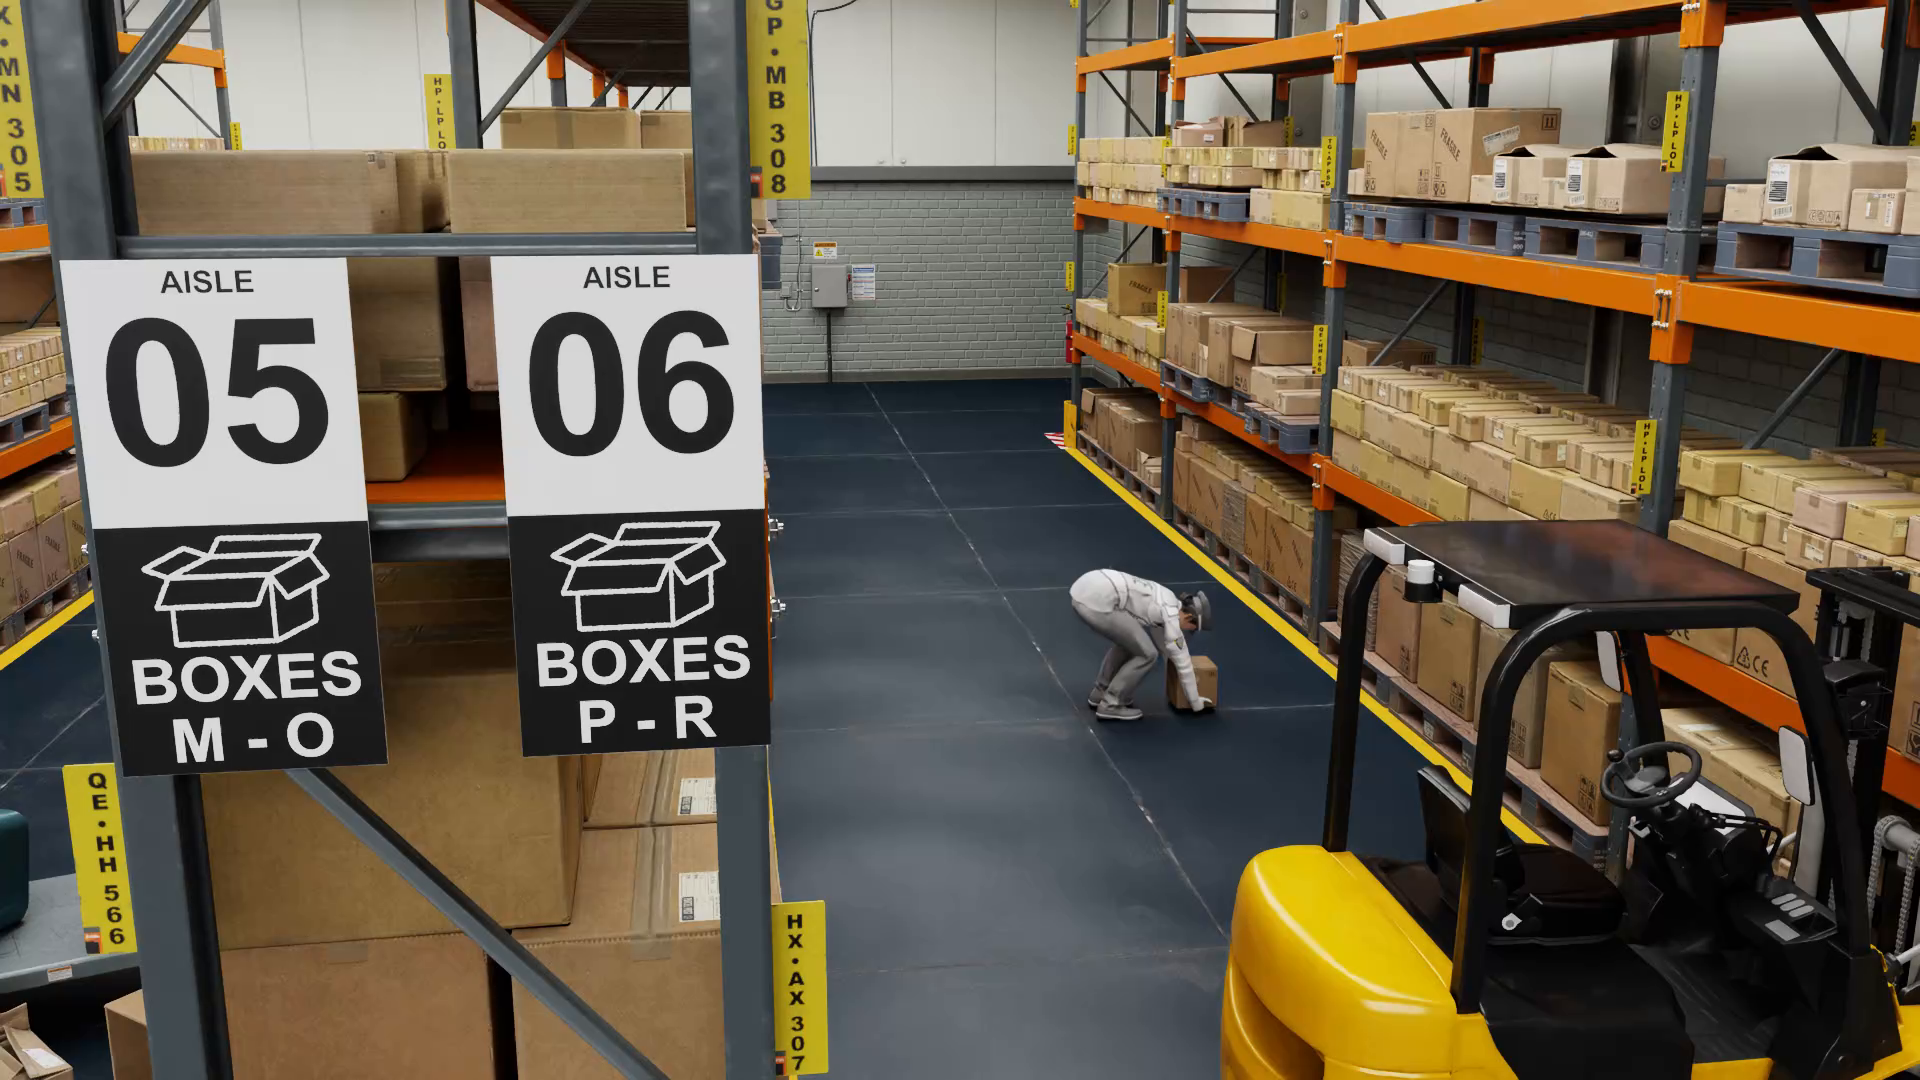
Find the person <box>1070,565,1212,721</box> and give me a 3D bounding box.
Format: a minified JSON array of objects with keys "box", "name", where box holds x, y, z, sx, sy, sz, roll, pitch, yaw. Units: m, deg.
[{"box":[1.099,0.613,10.078,0.878,0.889,0.462,-3,14,-11],"name":"person"}]
